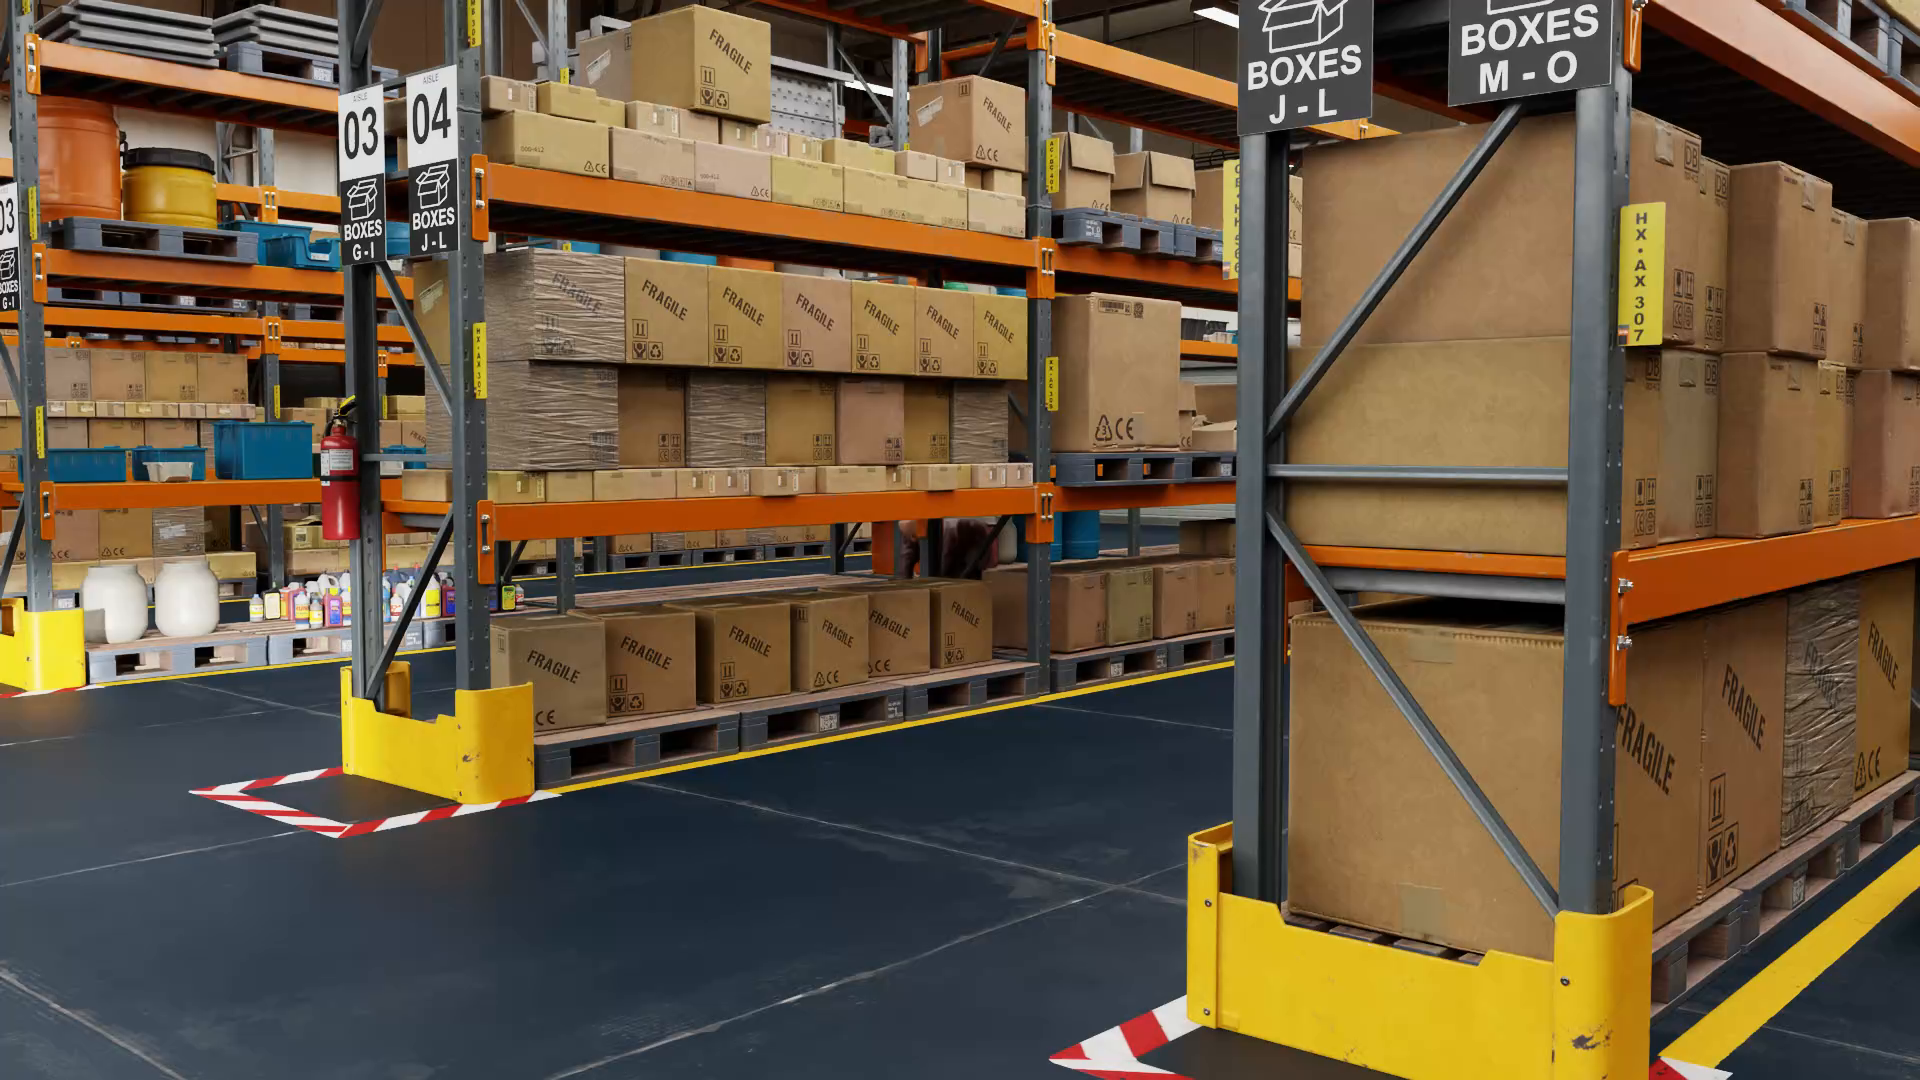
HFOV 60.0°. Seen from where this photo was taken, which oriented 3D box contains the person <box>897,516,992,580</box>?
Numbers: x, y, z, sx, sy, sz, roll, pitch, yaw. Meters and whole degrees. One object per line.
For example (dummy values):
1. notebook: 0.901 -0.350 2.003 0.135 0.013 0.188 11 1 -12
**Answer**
1. person: -0.143 0.302 12.361 0.581 1.094 0.941 3 4 38
